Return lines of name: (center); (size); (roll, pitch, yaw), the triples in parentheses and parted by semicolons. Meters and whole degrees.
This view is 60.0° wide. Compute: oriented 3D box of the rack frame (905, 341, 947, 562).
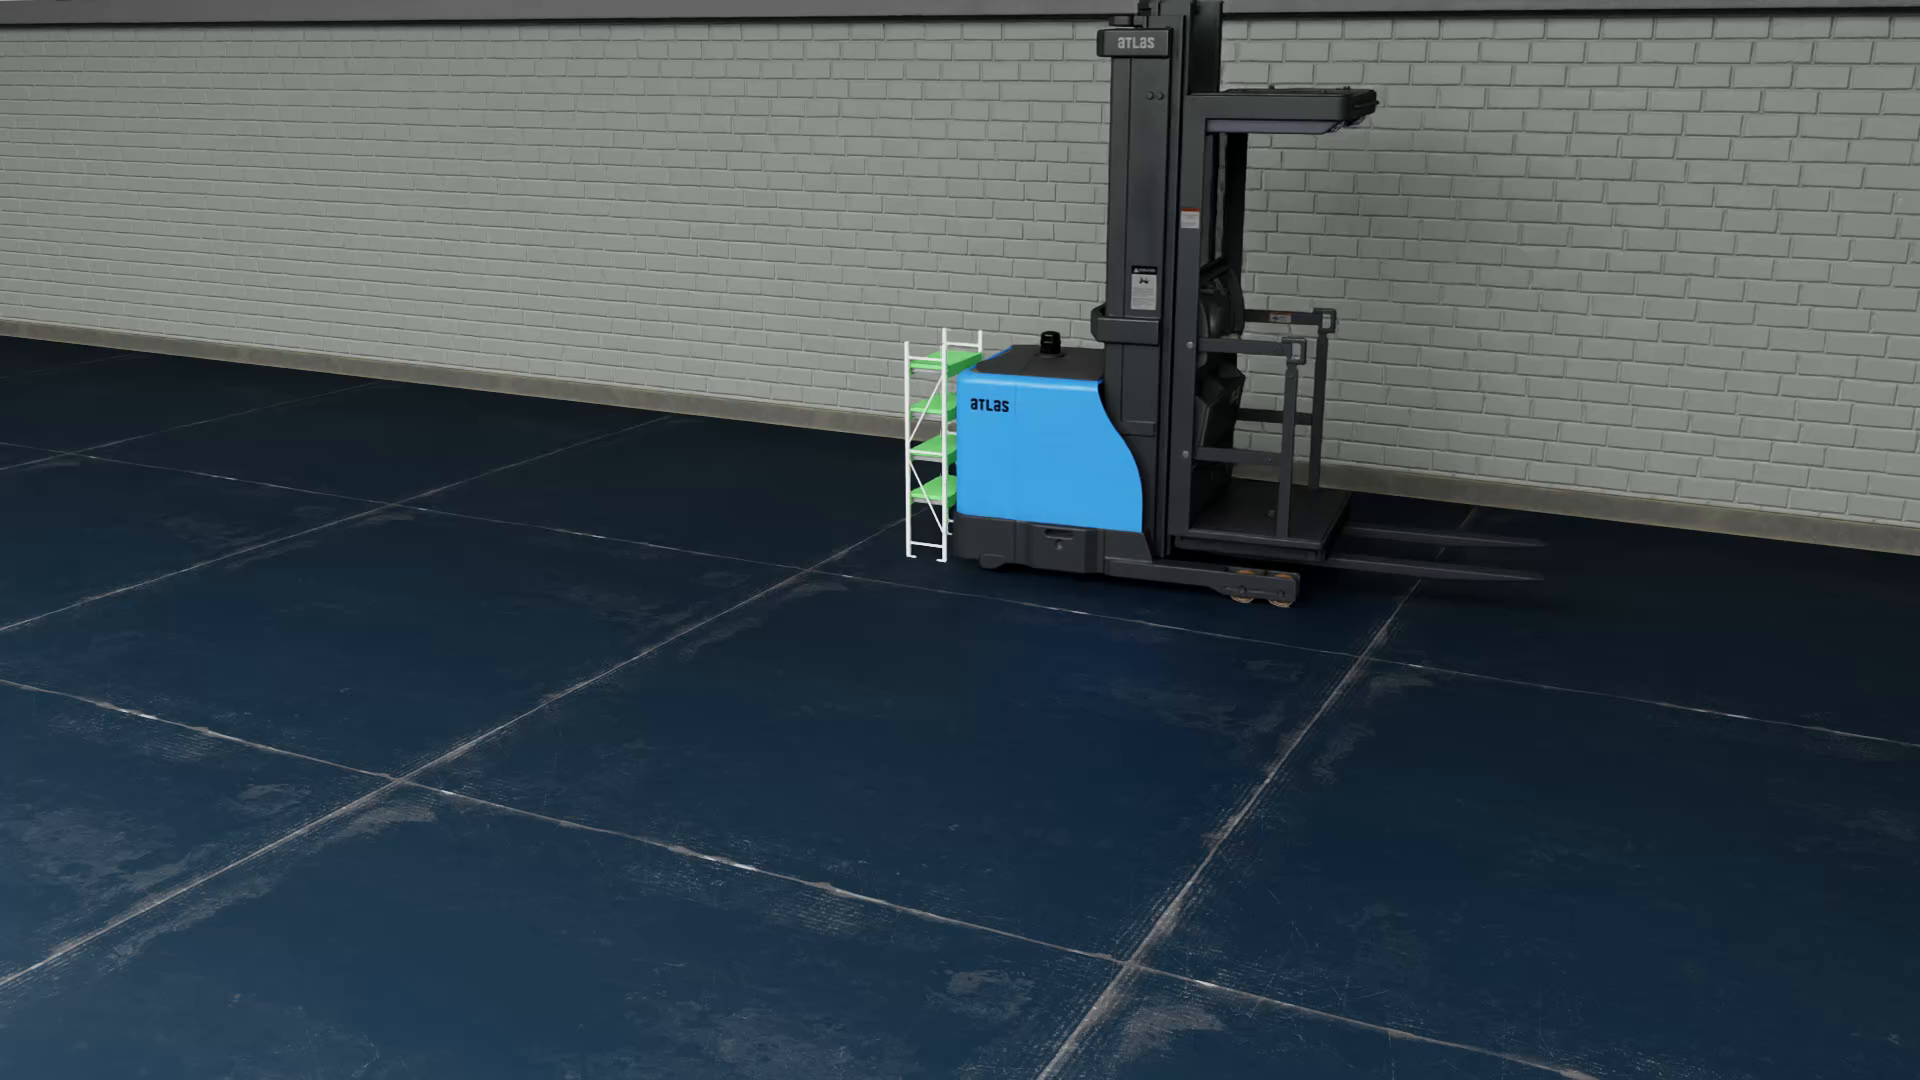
rack frame: (-0.183, -0.470, 9.000); (0.240, 1.200, 0.015); (7, 18, 23)

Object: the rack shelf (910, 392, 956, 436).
rack shelf: (-0.085, -0.702, 9.164); (0.258, 0.148, 0.480); (7, 18, 23)

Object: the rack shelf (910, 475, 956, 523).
rack shelf: (-0.085, -0.242, 9.300); (0.258, 0.148, 0.480); (7, 18, 23)

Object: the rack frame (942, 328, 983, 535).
rack frame: (0.014, -0.597, 9.428); (0.240, 1.200, 0.015); (7, 18, 23)

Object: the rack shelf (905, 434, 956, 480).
rack shelf: (-0.085, -0.472, 9.232); (0.258, 0.148, 0.480); (7, 18, 23)

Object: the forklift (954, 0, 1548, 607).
forklift: (1.537, -1.237, 8.540); (3.031, 2.935, 1.130); (6, 18, 19)

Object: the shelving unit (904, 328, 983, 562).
shelving unit: (-0.085, -0.534, 9.214); (0.258, 1.200, 0.503); (7, 18, 23)

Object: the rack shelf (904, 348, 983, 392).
rack shelf: (-0.085, -0.933, 9.095); (0.258, 0.148, 0.480); (7, 18, 23)
